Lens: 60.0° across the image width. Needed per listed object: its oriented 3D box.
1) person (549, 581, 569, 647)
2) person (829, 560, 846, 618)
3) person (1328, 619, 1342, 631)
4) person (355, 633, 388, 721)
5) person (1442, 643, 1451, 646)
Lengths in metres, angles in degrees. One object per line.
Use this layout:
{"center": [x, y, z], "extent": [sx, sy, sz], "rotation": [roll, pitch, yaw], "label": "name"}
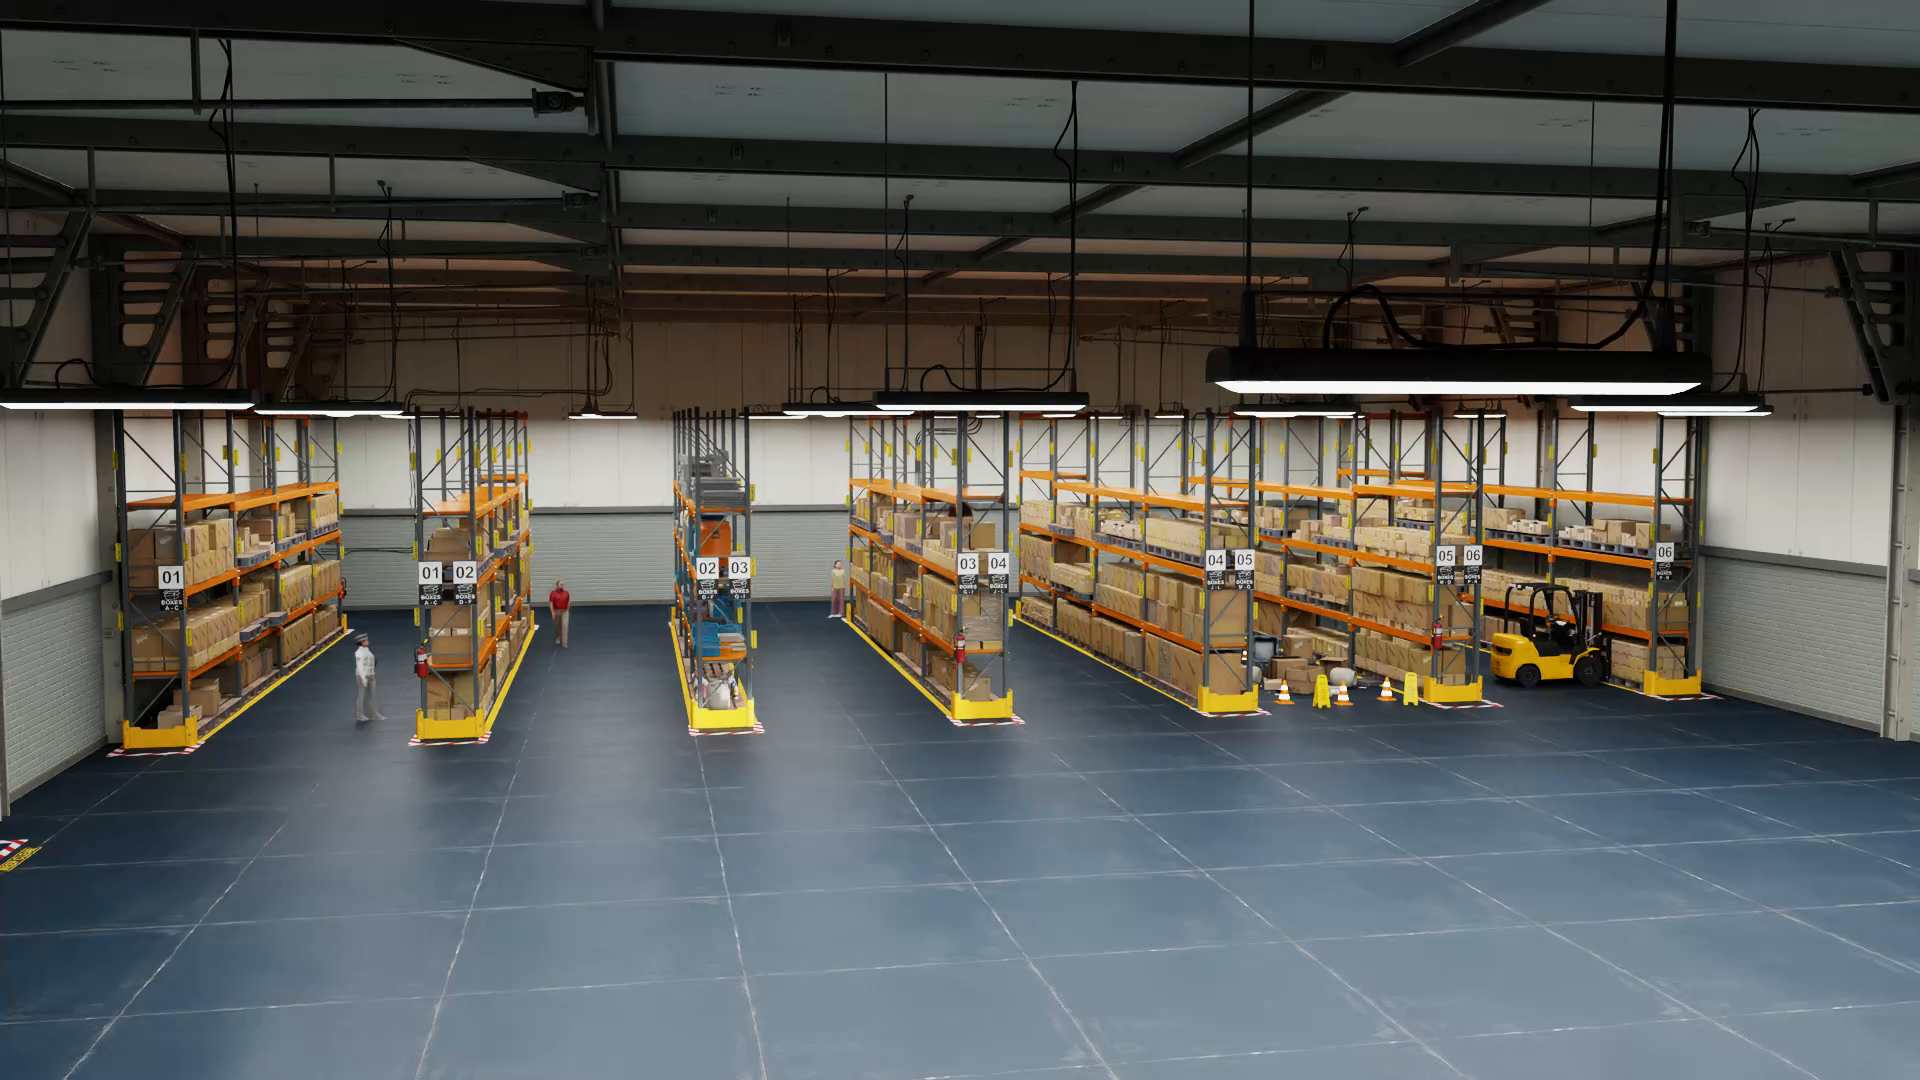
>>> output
{"center": [-10.197, 1.870, 42.311], "extent": [0.501, 1.671, 1.047], "rotation": [-1, 4, -11], "label": "person"}
{"center": [-3.593, 1.427, 48.693], "extent": [0.486, 1.678, 0.438], "rotation": [0, 4, -5], "label": "person"}
{"center": [10.249, 1.608, 45.427], "extent": [0.371, 1.766, 0.630], "rotation": [0, 4, -5], "label": "person"}
{"center": [-11.335, 2.629, 31.813], "extent": [0.574, 1.685, 0.484], "rotation": [2, 4, 22], "label": "person"}
{"center": [11.120, 2.092, 38.504], "extent": [0.662, 1.782, 0.536], "rotation": [2, 4, 26], "label": "person"}
